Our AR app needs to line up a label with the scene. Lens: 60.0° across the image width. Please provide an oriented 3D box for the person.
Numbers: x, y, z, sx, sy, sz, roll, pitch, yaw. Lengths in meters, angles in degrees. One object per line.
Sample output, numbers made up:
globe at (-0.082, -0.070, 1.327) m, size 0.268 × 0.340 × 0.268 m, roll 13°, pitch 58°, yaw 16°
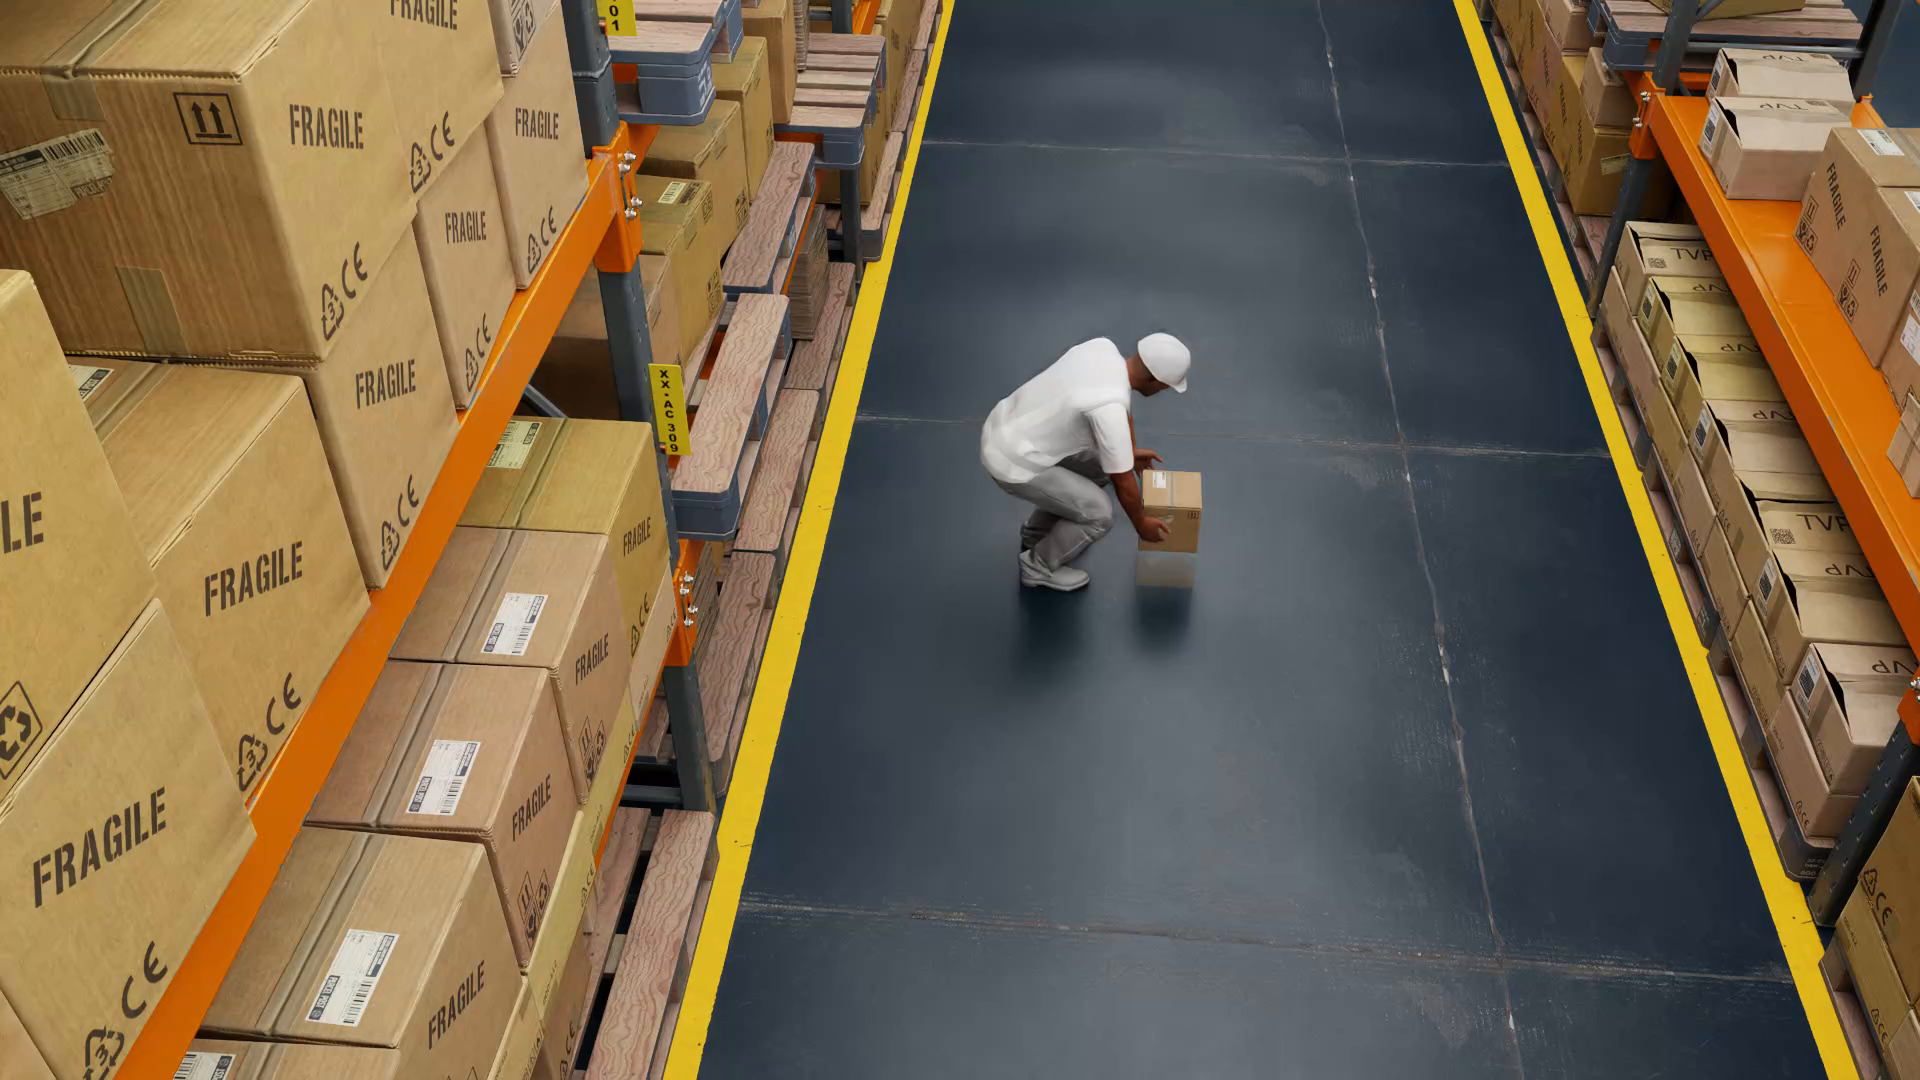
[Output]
person at (0.511, -0.376, 7.048) m, size 0.846 × 1.181 × 0.616 m, roll 3°, pitch 40°, yaw 4°
